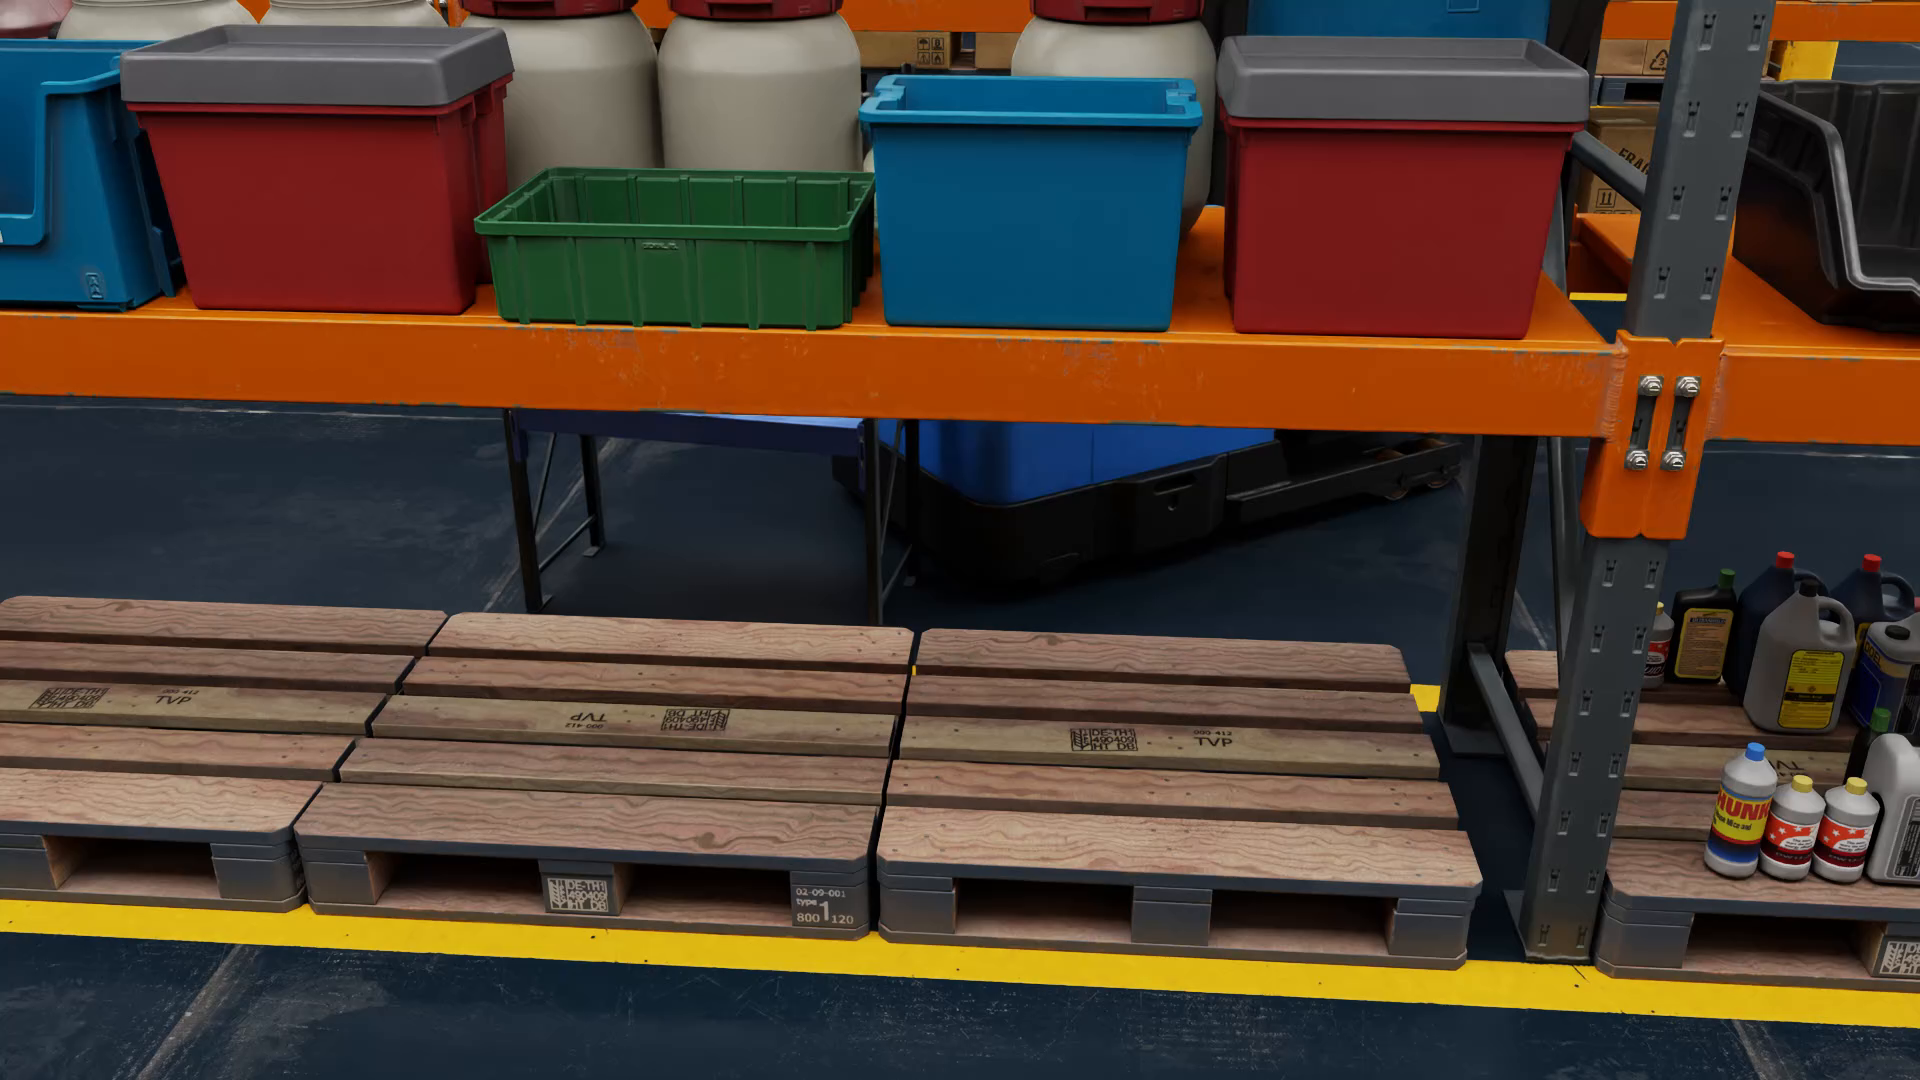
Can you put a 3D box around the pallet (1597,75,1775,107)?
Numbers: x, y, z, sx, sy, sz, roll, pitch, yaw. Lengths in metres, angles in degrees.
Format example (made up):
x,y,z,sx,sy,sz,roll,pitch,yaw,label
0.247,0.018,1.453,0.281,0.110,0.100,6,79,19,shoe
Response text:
x,y,z,sx,sy,sz,roll,pitch,yaw,label
5.297,-3.437,12.467,1.213,0.211,1.003,2,25,4,pallet

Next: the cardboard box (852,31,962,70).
x,y,z,sx,sy,sz,roll,pitch,yaw,label
-0.404,-4.052,12.657,0.750,0.750,1.050,2,25,5,cardboard box

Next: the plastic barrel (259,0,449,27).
x,y,z,sx,sy,sz,roll,pitch,yaw,label
-1.274,-0.932,3.553,0.421,0.512,0.421,0,25,0,plastic barrel

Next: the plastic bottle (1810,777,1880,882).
x,y,z,sx,sy,sz,roll,pitch,yaw,label
1.740,0.560,3.265,0.097,0.201,0.097,0,25,0,plastic bottle

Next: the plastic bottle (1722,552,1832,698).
x,y,z,sx,sy,sz,roll,pitch,yaw,label
1.917,0.194,3.884,0.185,0.351,0.144,1,25,3,plastic bottle

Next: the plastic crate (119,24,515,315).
x,y,z,sx,sy,sz,roll,pitch,yaw,label
-1.148,-0.688,3.081,0.583,0.464,0.402,2,25,4,plastic crate

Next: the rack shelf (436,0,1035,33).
x,y,z,sx,sy,sz,roll,pitch,yaw,label
-0.362,-2.512,7.981,4.000,0.370,1.077,2,25,4,rack shelf

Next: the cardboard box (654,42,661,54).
x,y,z,sx,sy,sz,roll,pitch,yaw,label
-1.686,-2.299,8.224,0.500,0.250,0.500,3,25,6,cardboard box

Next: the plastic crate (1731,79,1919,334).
x,y,z,sx,sy,sz,roll,pitch,yaw,label
1.765,-0.613,3.067,0.504,0.338,0.767,2,25,4,plastic crate

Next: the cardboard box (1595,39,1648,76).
x,y,z,sx,sy,sz,roll,pitch,yaw,label
4.542,-3.958,12.302,0.875,0.875,0.875,1,25,3,cardboard box

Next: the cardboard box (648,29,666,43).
x,y,z,sx,sy,sz,roll,pitch,yaw,label
-2.552,-3.934,12.699,0.500,0.500,0.500,2,25,4,cardboard box

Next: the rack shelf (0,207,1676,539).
x,y,z,sx,sy,sz,roll,pitch,yaw,label
-0.741,-0.448,3.495,4.000,0.370,1.077,2,25,4,rack shelf

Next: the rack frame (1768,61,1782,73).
x,y,z,sx,sy,sz,roll,pitch,yaw,label
6.101,-4.711,11.899,0.127,3.000,1.000,2,25,4,rack frame

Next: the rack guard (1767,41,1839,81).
x,y,z,sx,sy,sz,roll,pitch,yaw,label
6.124,-3.574,12.420,0.348,0.500,1.175,2,25,4,rack guard

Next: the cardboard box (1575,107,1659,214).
x,y,z,sx,sy,sz,roll,pitch,yaw,label
3.224,-1.798,8.058,0.500,0.500,0.500,0,25,-1,cardboard box

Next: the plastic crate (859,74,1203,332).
x,y,z,sx,sy,sz,roll,pitch,yaw,label
0.129,-0.609,3.004,0.575,0.384,0.392,2,25,4,plastic crate

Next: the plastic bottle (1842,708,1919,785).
x,y,z,sx,sy,sz,roll,pitch,yaw,label
1.869,0.471,3.361,0.133,0.283,0.061,2,25,4,plastic bottle

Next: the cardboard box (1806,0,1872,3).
x,y,z,sx,sy,sz,roll,pitch,yaw,label
3.816,-2.460,7.308,0.250,0.149,0.380,2,25,4,cardboard box

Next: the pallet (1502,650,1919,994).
x,y,z,sx,sy,sz,roll,pitch,yaw,label
1.919,0.595,3.704,1.213,0.211,1.003,2,25,4,pallet

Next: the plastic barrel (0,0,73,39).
x,y,z,sx,sy,sz,roll,pitch,yaw,label
-2.250,-1.012,3.697,0.708,0.536,0.600,2,25,4,plastic barrel

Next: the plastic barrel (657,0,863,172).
x,y,z,sx,sy,sz,roll,pitch,yaw,label
-0.416,-0.918,3.493,0.433,0.535,0.433,0,25,0,plastic barrel

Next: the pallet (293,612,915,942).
x,y,z,sx,sy,sz,roll,pitch,yaw,label
-0.753,0.509,3.890,1.213,0.211,1.003,2,25,4,pallet

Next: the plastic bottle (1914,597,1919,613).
x,y,z,sx,sy,sz,roll,pitch,yaw,label
2.274,0.218,3.911,0.133,0.283,0.061,3,25,8,plastic bottle

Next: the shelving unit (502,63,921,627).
x,y,z,sx,sy,sz,roll,pitch,yaw,label
-0.683,-0.525,4.597,1.048,1.500,0.538,5,25,11,shelving unit

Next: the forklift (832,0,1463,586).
x,y,z,sx,sy,sz,roll,pitch,yaw,label
1.103,-1.639,5.305,3.031,2.935,1.130,-14,28,-28,forklift

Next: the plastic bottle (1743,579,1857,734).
x,y,z,sx,sy,sz,roll,pitch,yaw,label
1.906,0.254,3.753,0.185,0.351,0.144,2,25,4,plastic bottle

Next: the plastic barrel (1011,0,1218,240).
x,y,z,sx,sy,sz,roll,pitch,yaw,label
0.316,-0.894,3.442,0.433,0.535,0.433,0,25,0,plastic barrel

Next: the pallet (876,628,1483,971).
x,y,z,sx,sy,sz,roll,pitch,yaw,label
0.467,0.547,3.808,1.213,0.211,1.003,2,25,4,pallet

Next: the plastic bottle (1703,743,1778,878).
x,y,z,sx,sy,sz,roll,pitch,yaw,label
1.537,0.522,3.265,0.097,0.271,0.097,0,25,0,plastic bottle

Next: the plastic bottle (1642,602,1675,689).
x,y,z,sx,sy,sz,roll,pitch,yaw,label
1.638,0.243,3.956,0.097,0.201,0.097,0,25,0,plastic bottle

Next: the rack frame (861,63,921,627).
x,y,z,sx,sy,sz,roll,pitch,yaw,label
-0.186,-0.480,4.500,0.032,1.500,0.500,5,25,11,rack frame

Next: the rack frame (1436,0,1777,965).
x,y,z,sx,sy,sz,roll,pitch,yaw,label
1.253,-0.710,3.206,0.127,3.000,1.000,2,25,4,rack frame
